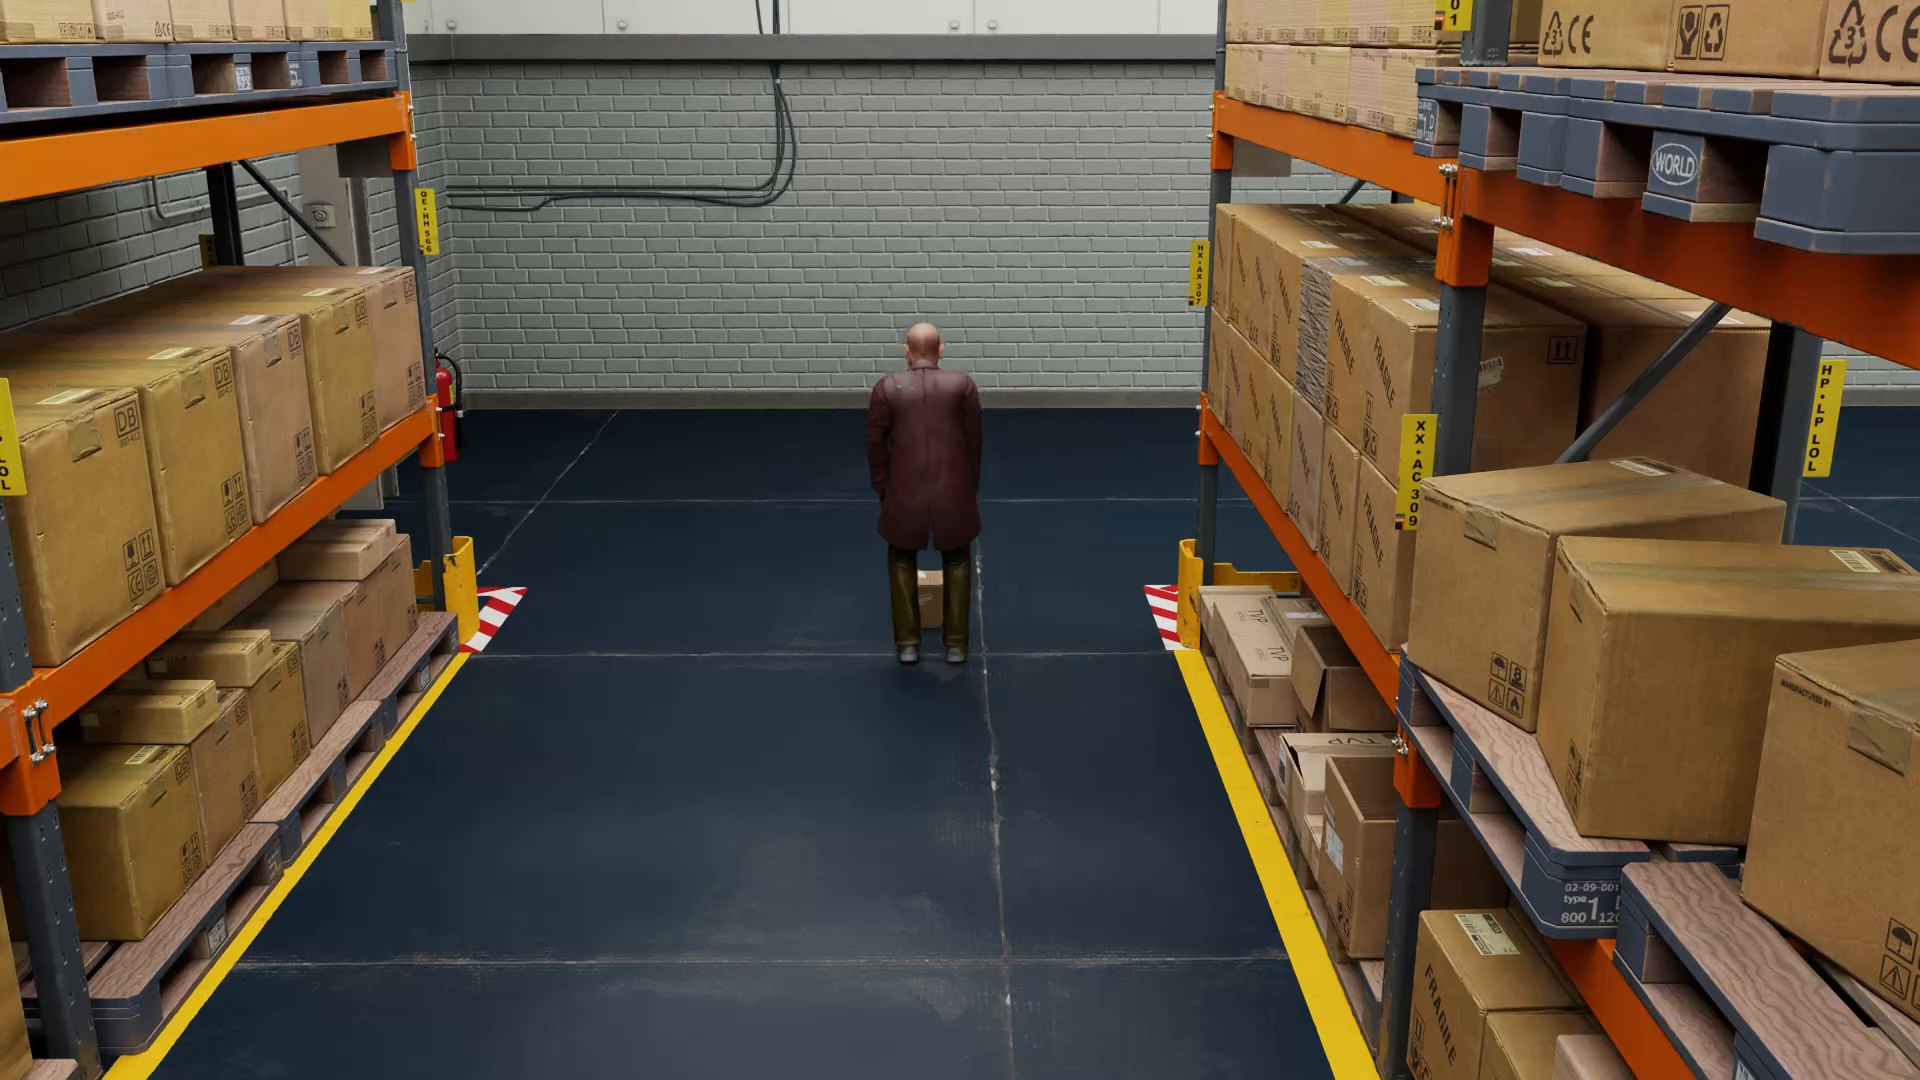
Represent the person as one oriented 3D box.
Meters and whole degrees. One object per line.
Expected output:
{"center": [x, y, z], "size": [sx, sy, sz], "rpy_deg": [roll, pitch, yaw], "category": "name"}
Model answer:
{"center": [-0.178, -0.146, 8.462], "size": [0.591, 1.551, 0.432], "rpy_deg": [0, 17, 1], "category": "person"}
